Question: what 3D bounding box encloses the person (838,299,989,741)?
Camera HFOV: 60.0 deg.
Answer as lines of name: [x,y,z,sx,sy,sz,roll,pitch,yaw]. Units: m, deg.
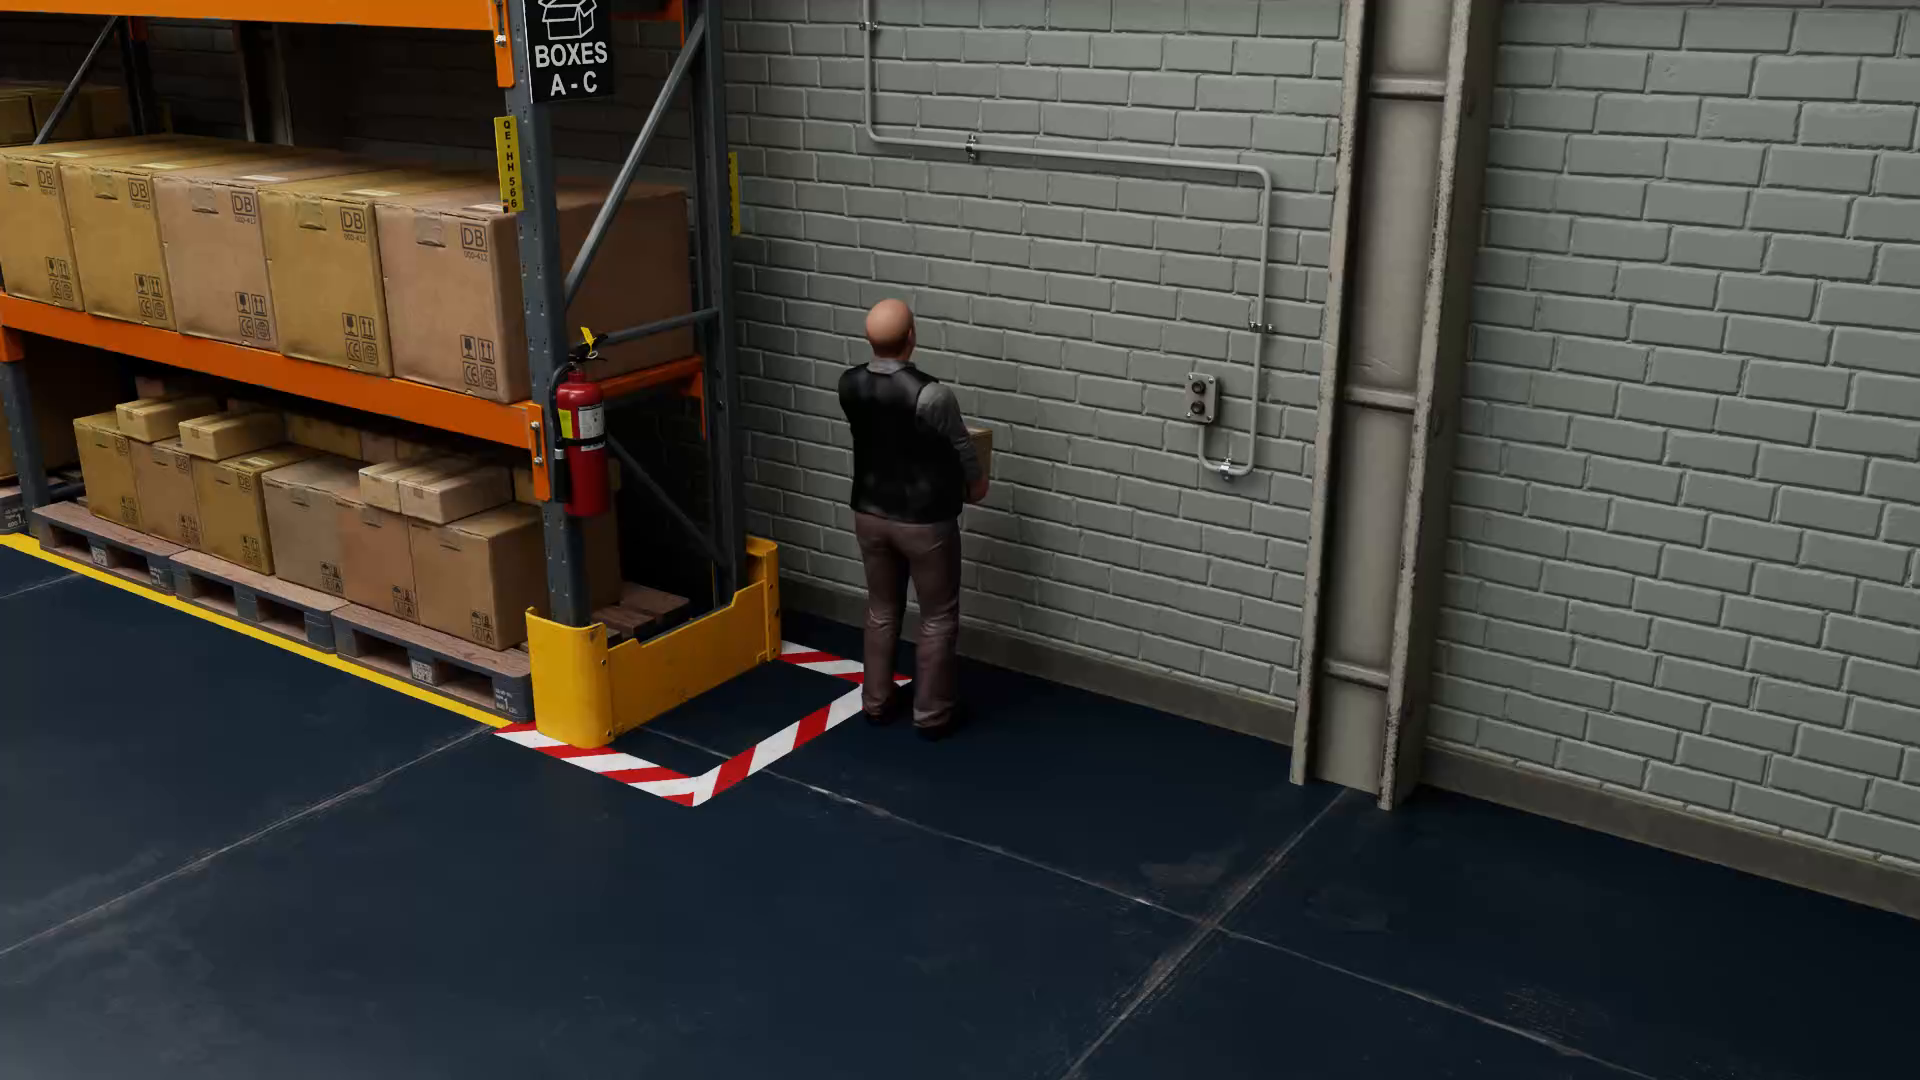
person: [-0.164,-0.105,6.415,0.494,1.711,0.551,12,23,30]
